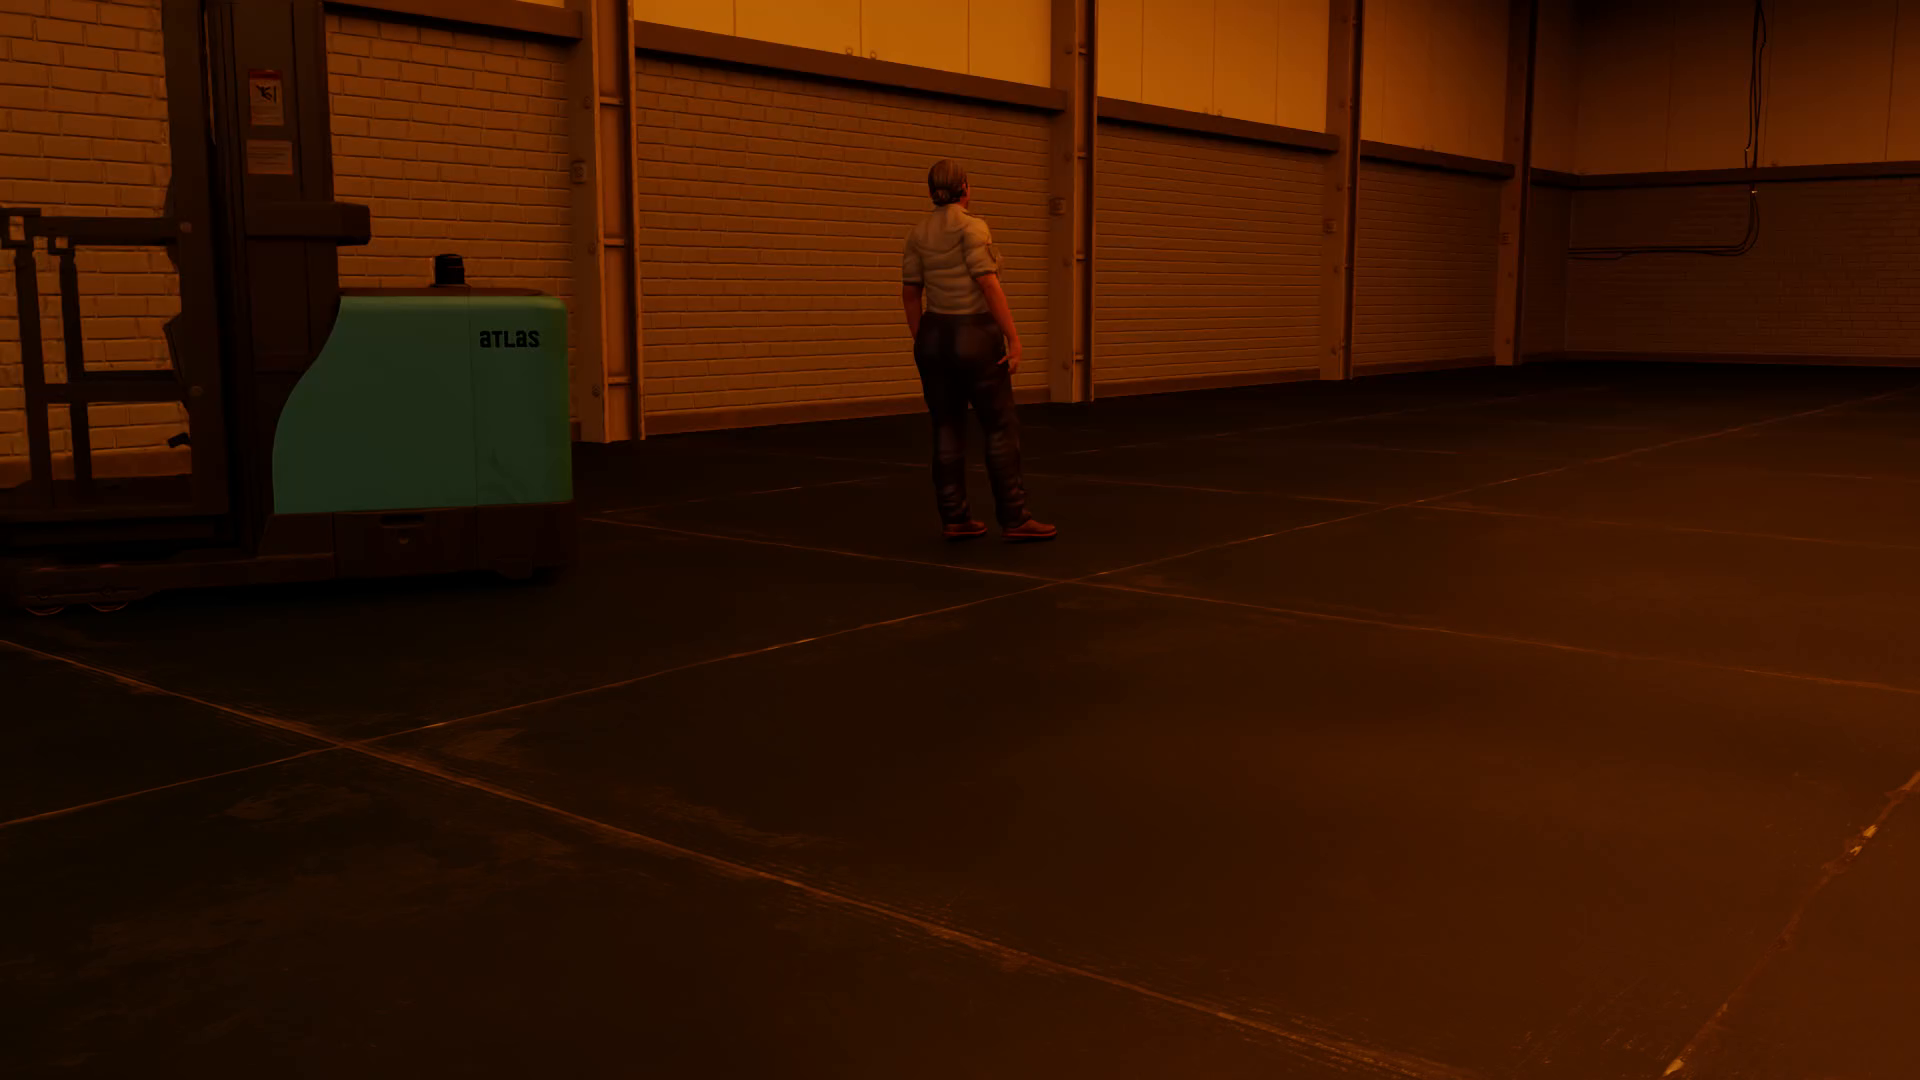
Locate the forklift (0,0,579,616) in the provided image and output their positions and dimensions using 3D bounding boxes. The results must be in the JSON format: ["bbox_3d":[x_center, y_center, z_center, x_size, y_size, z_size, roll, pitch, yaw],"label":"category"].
[{"bbox_3d":[-3.025,-1.278,6.019,3.031,2.935,1.130,-3,9,-20],"label":"forklift"}]

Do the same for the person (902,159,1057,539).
[{"bbox_3d":[0.074,-0.830,7.339,0.599,1.650,0.503,7,11,38],"label":"person"}]
